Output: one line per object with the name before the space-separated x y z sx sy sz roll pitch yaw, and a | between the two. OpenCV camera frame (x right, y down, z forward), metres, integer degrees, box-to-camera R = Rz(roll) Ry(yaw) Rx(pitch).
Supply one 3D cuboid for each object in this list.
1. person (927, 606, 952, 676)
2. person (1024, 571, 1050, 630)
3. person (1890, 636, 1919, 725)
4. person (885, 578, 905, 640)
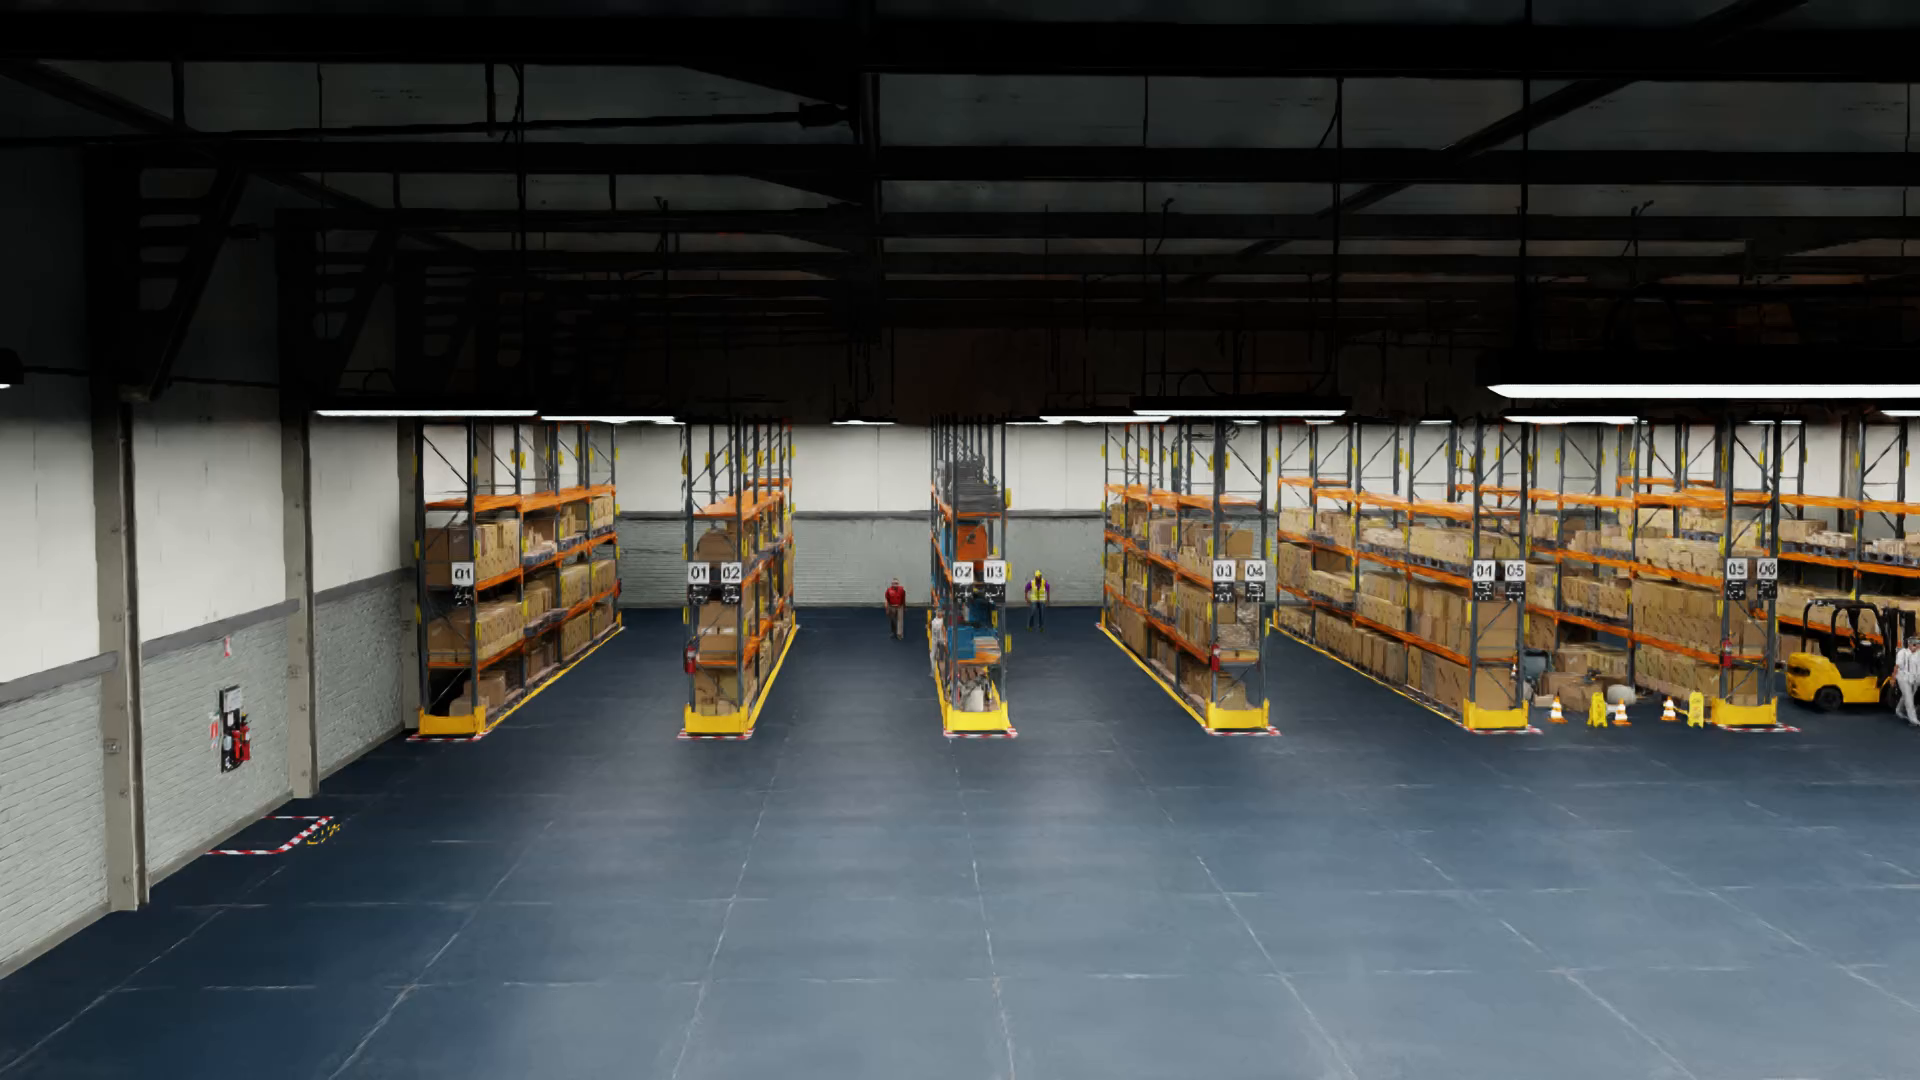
person | -0.418 2.304 38.239 0.514 1.623 0.946 1 4 18
person | 2.171 1.701 46.656 0.719 1.714 0.578 0 4 -5
person | 18.355 2.679 32.064 0.557 1.711 1.036 0 4 -4
person | -1.748 1.834 44.834 0.542 1.645 1.126 0 4 0
